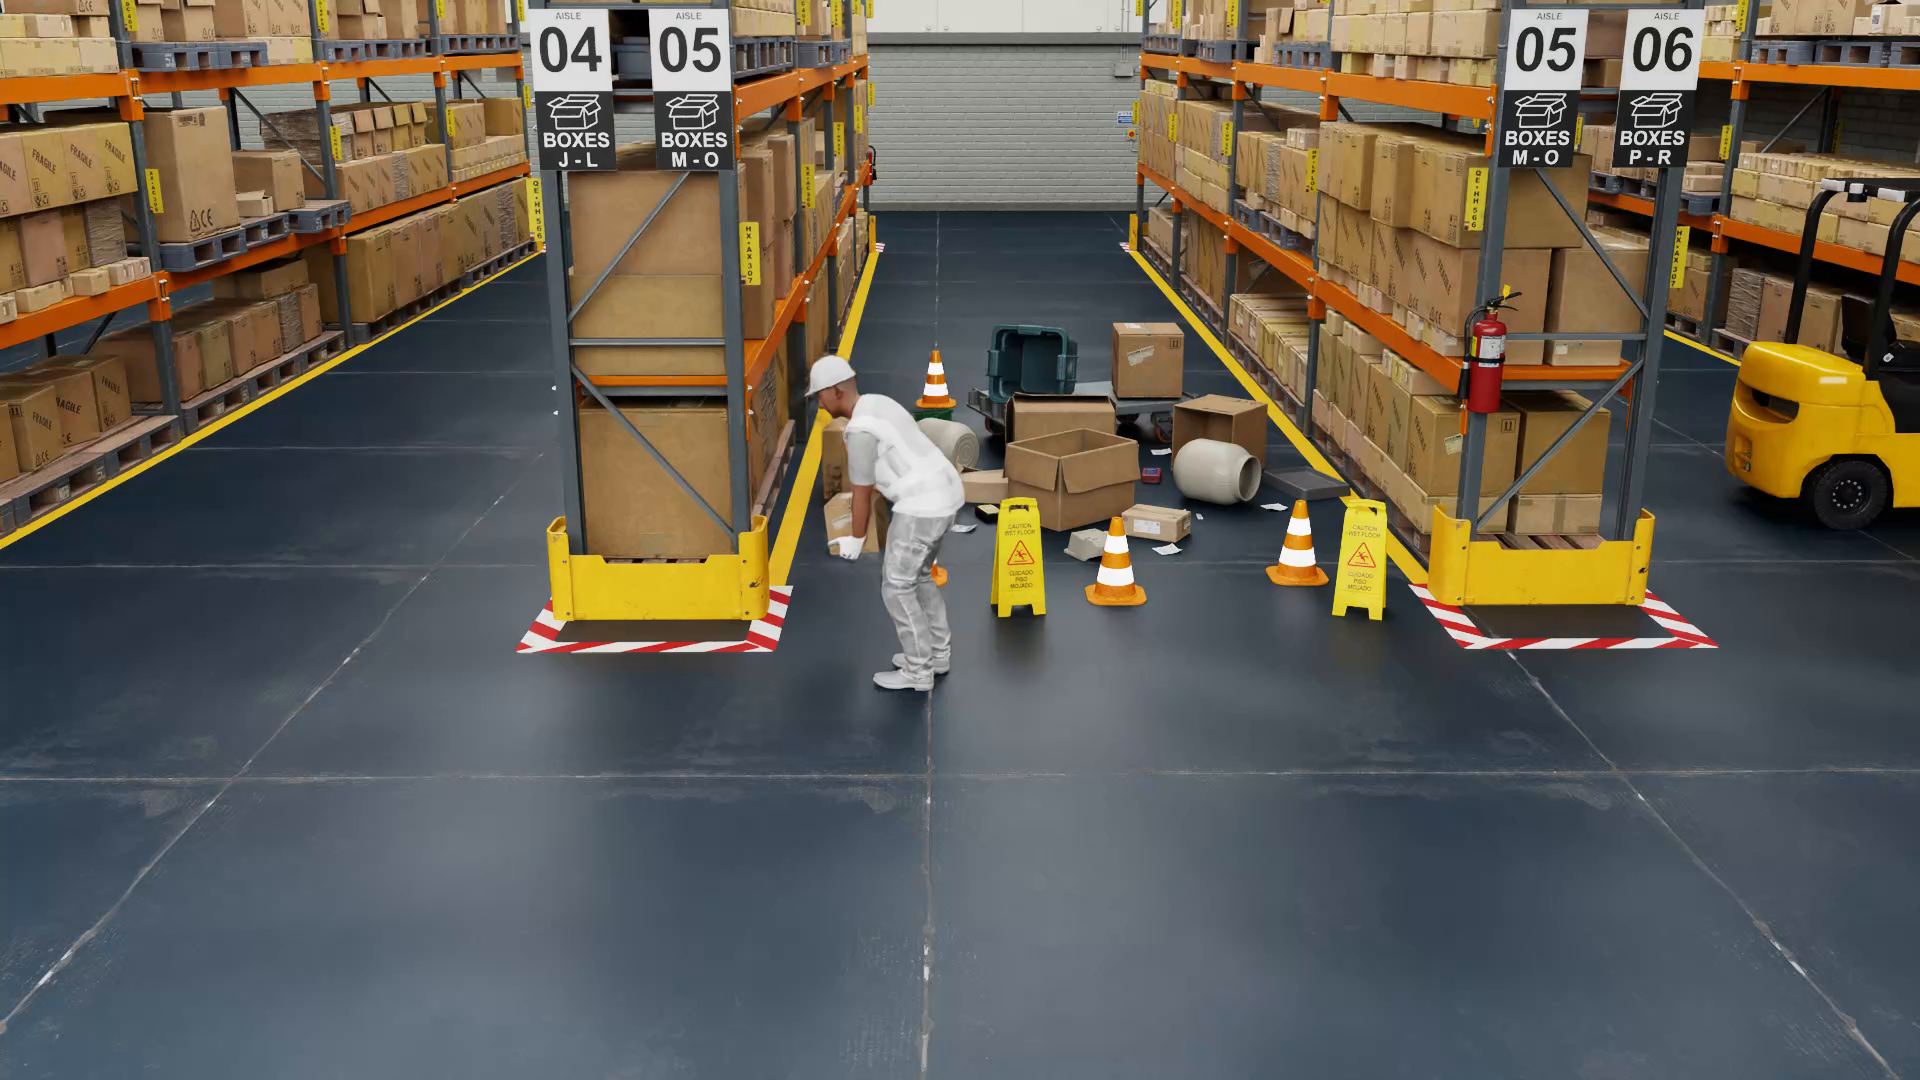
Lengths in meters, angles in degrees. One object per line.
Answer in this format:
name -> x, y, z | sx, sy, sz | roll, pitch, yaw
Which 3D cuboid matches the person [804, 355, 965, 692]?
person -> -0.370, -0.093, 8.111 | 0.771, 1.608, 0.475 | 5, 18, 16
